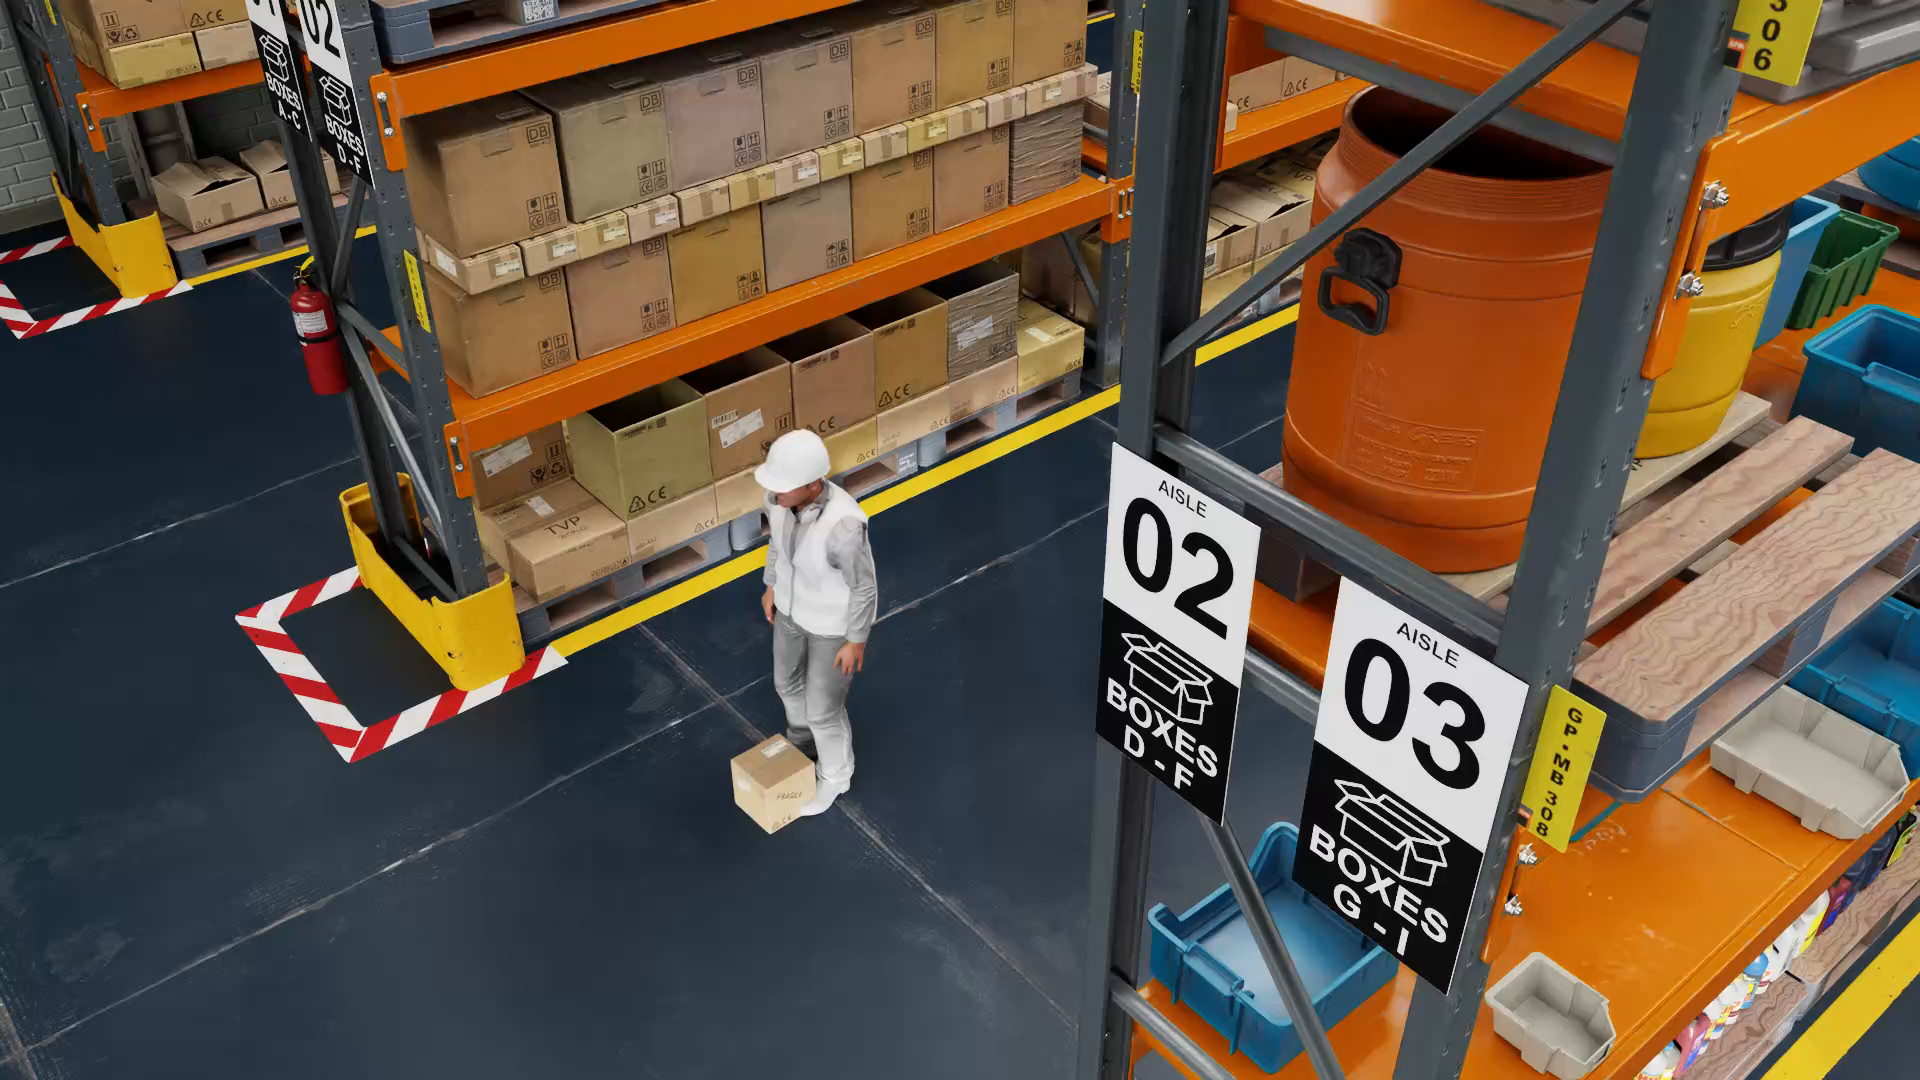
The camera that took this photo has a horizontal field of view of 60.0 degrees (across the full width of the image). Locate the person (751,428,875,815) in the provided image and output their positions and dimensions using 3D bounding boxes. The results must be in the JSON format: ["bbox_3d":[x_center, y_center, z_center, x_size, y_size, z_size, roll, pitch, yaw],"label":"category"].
[{"bbox_3d":[-0.586,0.294,6.647,0.470,1.770,0.578,-27,44,-32],"label":"person"}]
